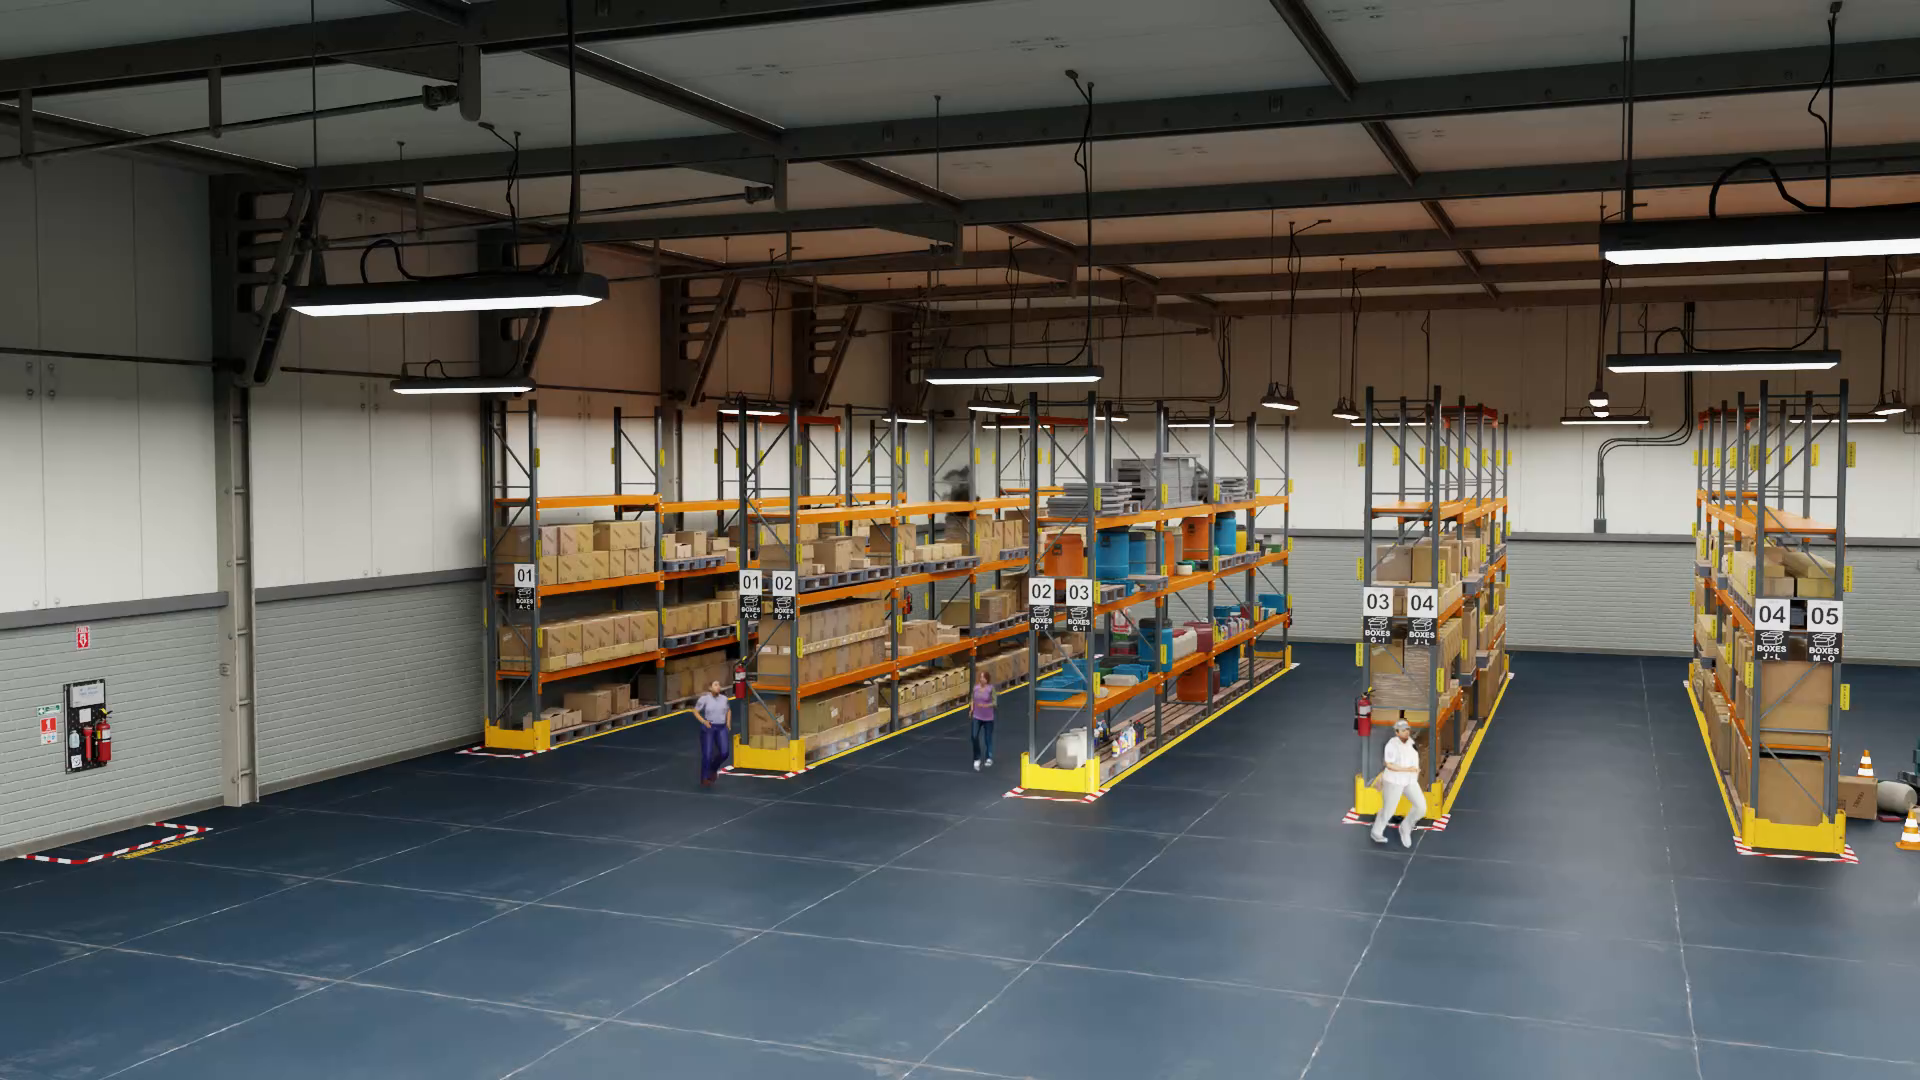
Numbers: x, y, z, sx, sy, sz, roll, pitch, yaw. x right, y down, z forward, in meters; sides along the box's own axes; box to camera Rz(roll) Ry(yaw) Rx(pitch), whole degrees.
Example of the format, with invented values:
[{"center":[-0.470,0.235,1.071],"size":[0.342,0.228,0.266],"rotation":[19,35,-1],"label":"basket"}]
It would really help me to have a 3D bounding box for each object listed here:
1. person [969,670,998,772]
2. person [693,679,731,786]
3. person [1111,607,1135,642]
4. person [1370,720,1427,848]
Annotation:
[{"center":[0.362,2.889,26.599],"size":[0.503,1.617,0.682],"rotation":[1,3,15],"label":"person"},{"center":[-3.744,2.947,25.473],"size":[0.631,1.617,0.504],"rotation":[-1,3,-28],"label":"person"},{"center":[3.768,2.174,39.168],"size":[0.642,1.697,0.638],"rotation":[1,3,16],"label":"person"},{"center":[5.668,3.119,21.335],"size":[0.618,1.647,0.828],"rotation":[-1,3,-24],"label":"person"}]
